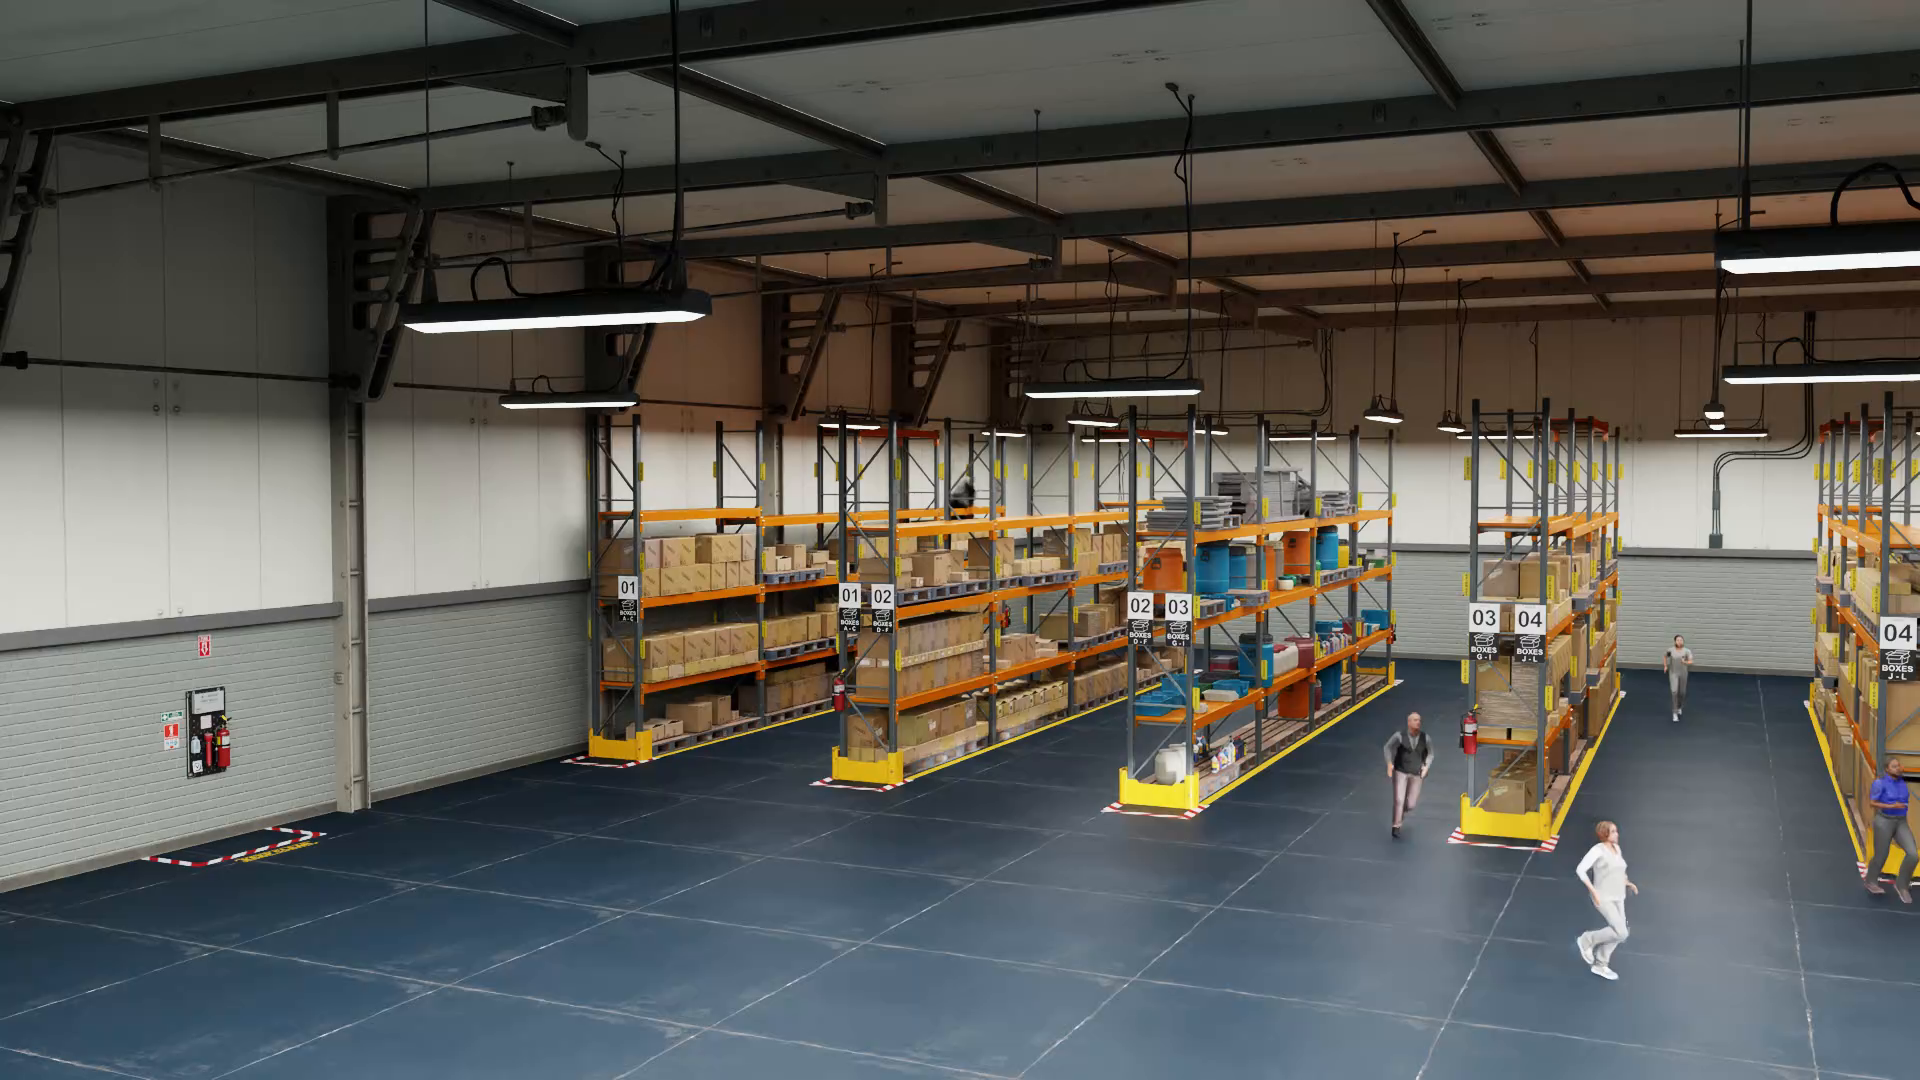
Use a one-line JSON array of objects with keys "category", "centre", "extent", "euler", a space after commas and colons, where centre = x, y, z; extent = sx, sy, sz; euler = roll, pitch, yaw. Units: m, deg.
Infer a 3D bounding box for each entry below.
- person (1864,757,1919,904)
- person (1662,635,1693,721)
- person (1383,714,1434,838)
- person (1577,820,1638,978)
[{"category": "person", "centre": [10.885, 3.387, 19.423], "extent": [0.578, 1.711, 0.660], "euler": [0, 2, -6]}, {"category": "person", "centre": [14.533, 2.763, 33.657], "extent": [0.548, 1.699, 0.882], "euler": [1, 2, 16]}, {"category": "person", "centre": [6.209, 3.233, 23.003], "extent": [0.697, 1.680, 0.665], "euler": [0, 2, 6]}, {"category": "person", "centre": [6.412, 3.563, 16.436], "extent": [0.542, 1.538, 0.539], "euler": [-2, 3, -36]}]
